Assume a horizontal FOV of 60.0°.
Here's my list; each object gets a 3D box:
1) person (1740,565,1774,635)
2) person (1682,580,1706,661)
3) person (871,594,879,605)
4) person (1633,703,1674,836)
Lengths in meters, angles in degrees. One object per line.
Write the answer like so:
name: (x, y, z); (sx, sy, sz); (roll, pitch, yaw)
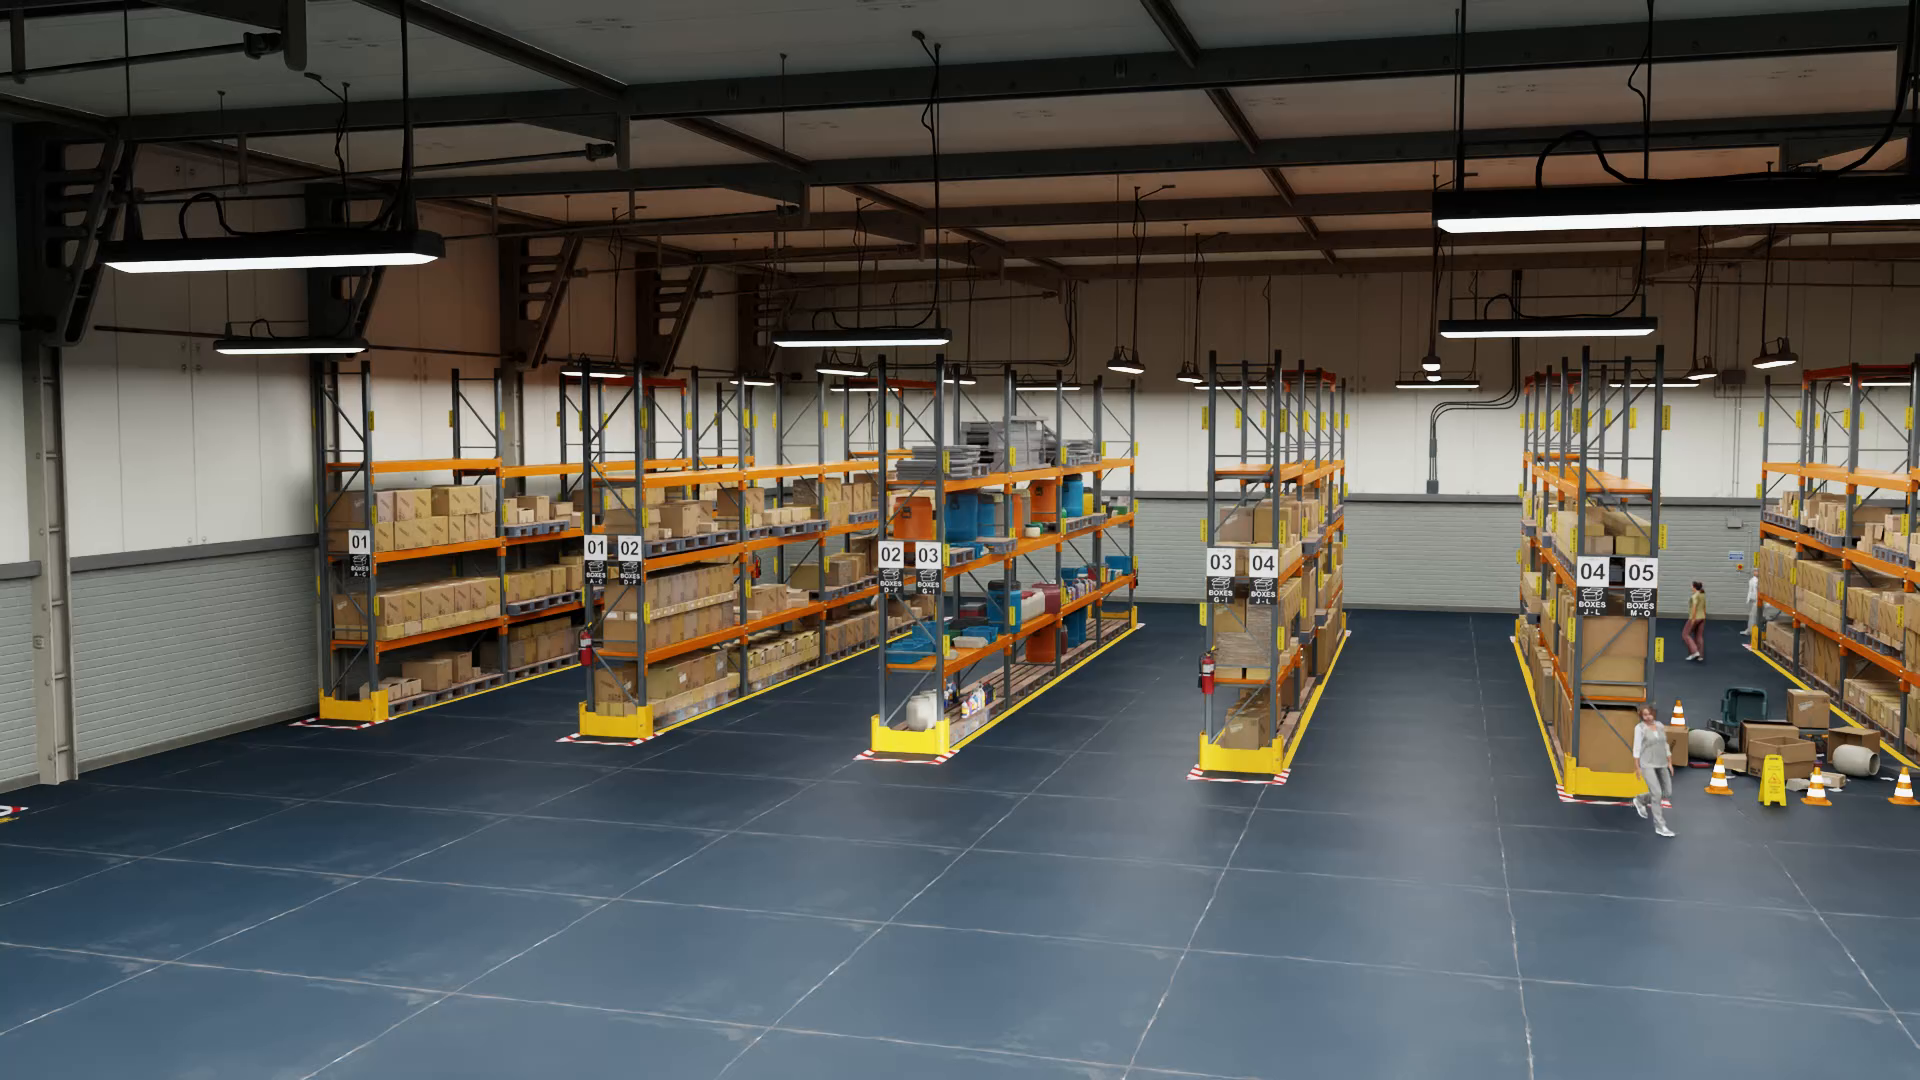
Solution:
person: (18.690, 1.394, 38.876); (0.964, 1.635, 0.484); (0, 4, -3)
person: (15.413, 1.686, 34.820); (0.489, 1.677, 0.399); (-3, 5, -34)
person: (-2.124, 1.054, 42.883); (0.641, 1.779, 0.615); (-2, 5, -31)
person: (8.429, 2.770, 20.235); (0.429, 1.572, 0.700); (-1, 4, -15)
